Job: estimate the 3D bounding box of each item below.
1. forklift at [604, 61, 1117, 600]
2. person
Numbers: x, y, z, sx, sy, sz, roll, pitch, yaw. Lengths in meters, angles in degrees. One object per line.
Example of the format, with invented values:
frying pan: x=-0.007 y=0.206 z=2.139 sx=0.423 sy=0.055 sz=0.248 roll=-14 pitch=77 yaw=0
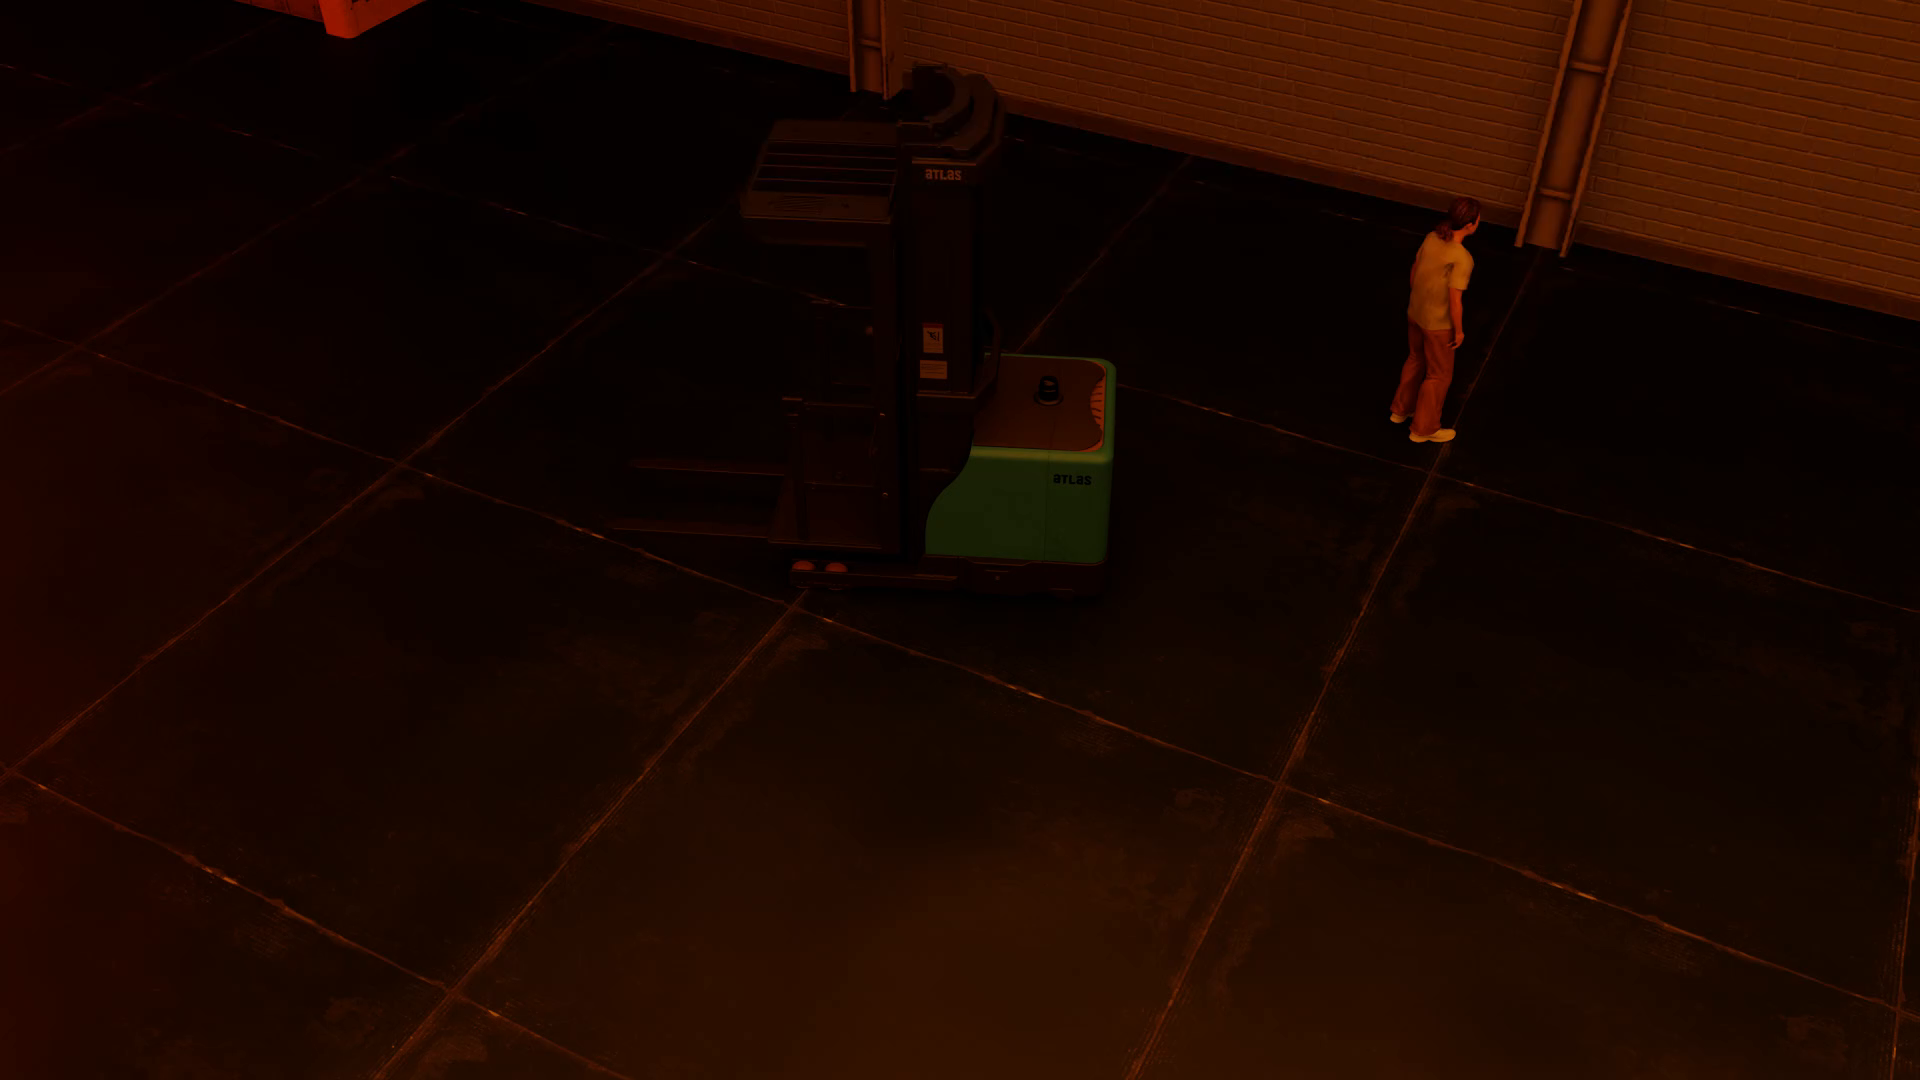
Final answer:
forklift: x=-0.606 y=-1.157 z=9.360 sx=3.031 sy=2.935 sz=1.130 roll=3 pitch=40 yaw=4
person: x=3.053 y=-1.418 z=10.648 sx=0.354 sy=1.673 sz=0.511 roll=-14 pitch=42 yaw=-16
